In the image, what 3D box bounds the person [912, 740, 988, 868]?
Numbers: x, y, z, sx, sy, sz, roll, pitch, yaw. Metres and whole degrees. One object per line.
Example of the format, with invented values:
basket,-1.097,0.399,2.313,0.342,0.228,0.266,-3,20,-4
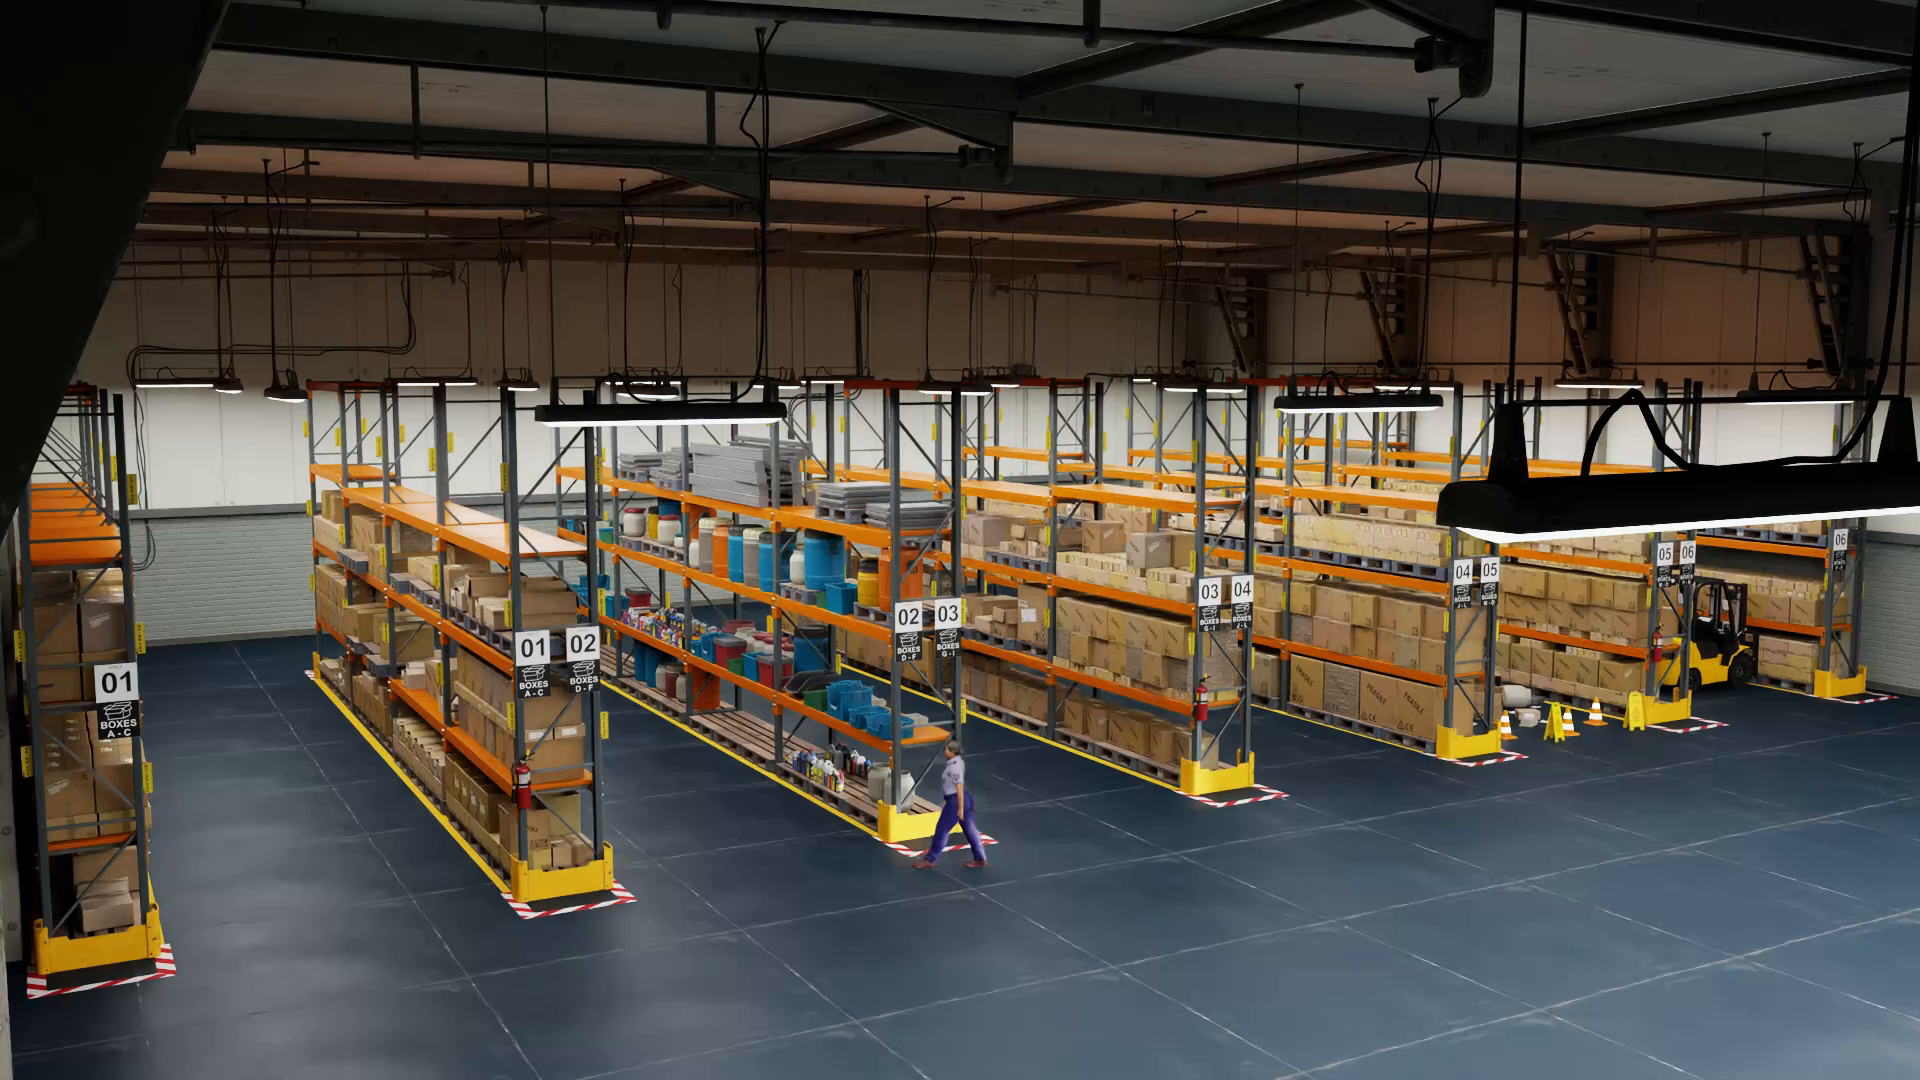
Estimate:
person,-0.108,3.300,20.824,0.903,1.600,0.531,2,6,14
